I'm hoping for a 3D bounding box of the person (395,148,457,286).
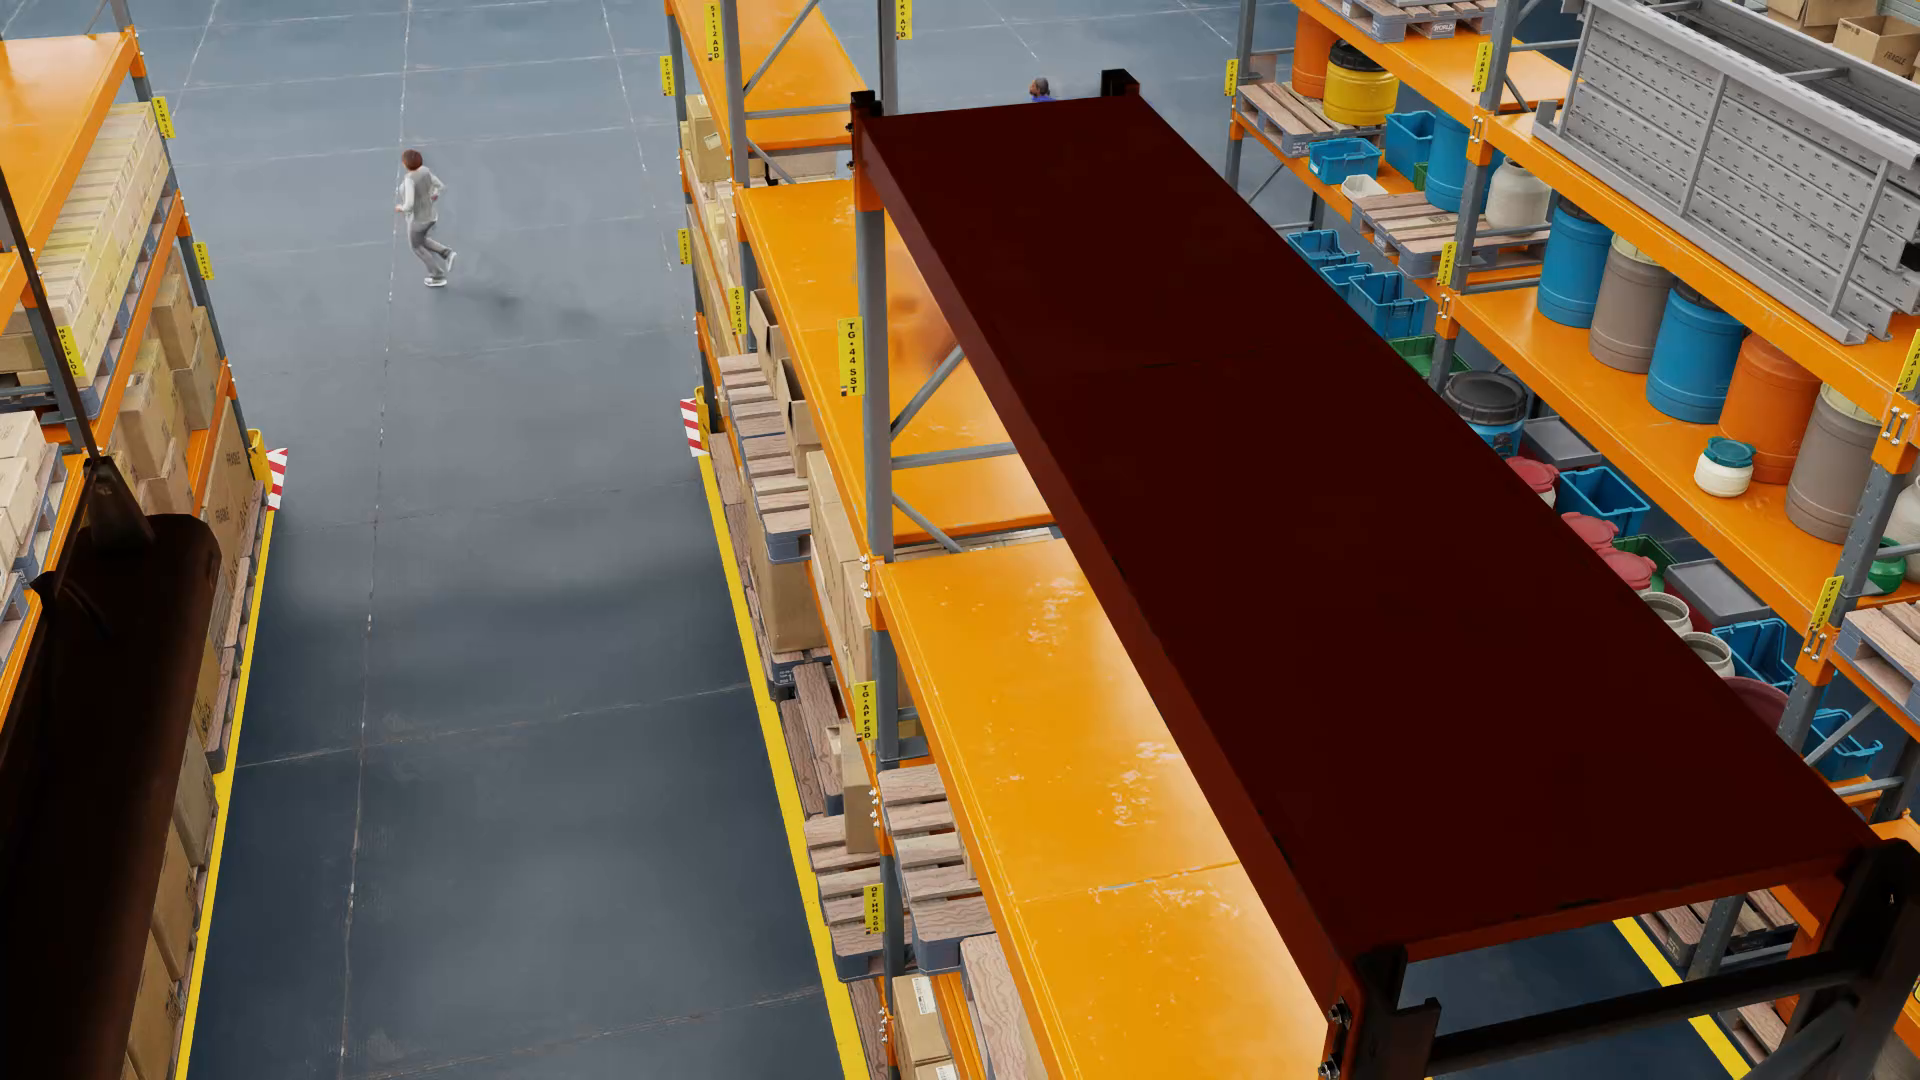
[{"bbox_3d":[-5.733,-3.434,17.743,0.544,1.555,0.536,10,36,14],"label":"person"}]

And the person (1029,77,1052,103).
[{"bbox_3d":[0.888,-4.626,19.441,0.555,1.615,0.581,6,35,8],"label":"person"}]
